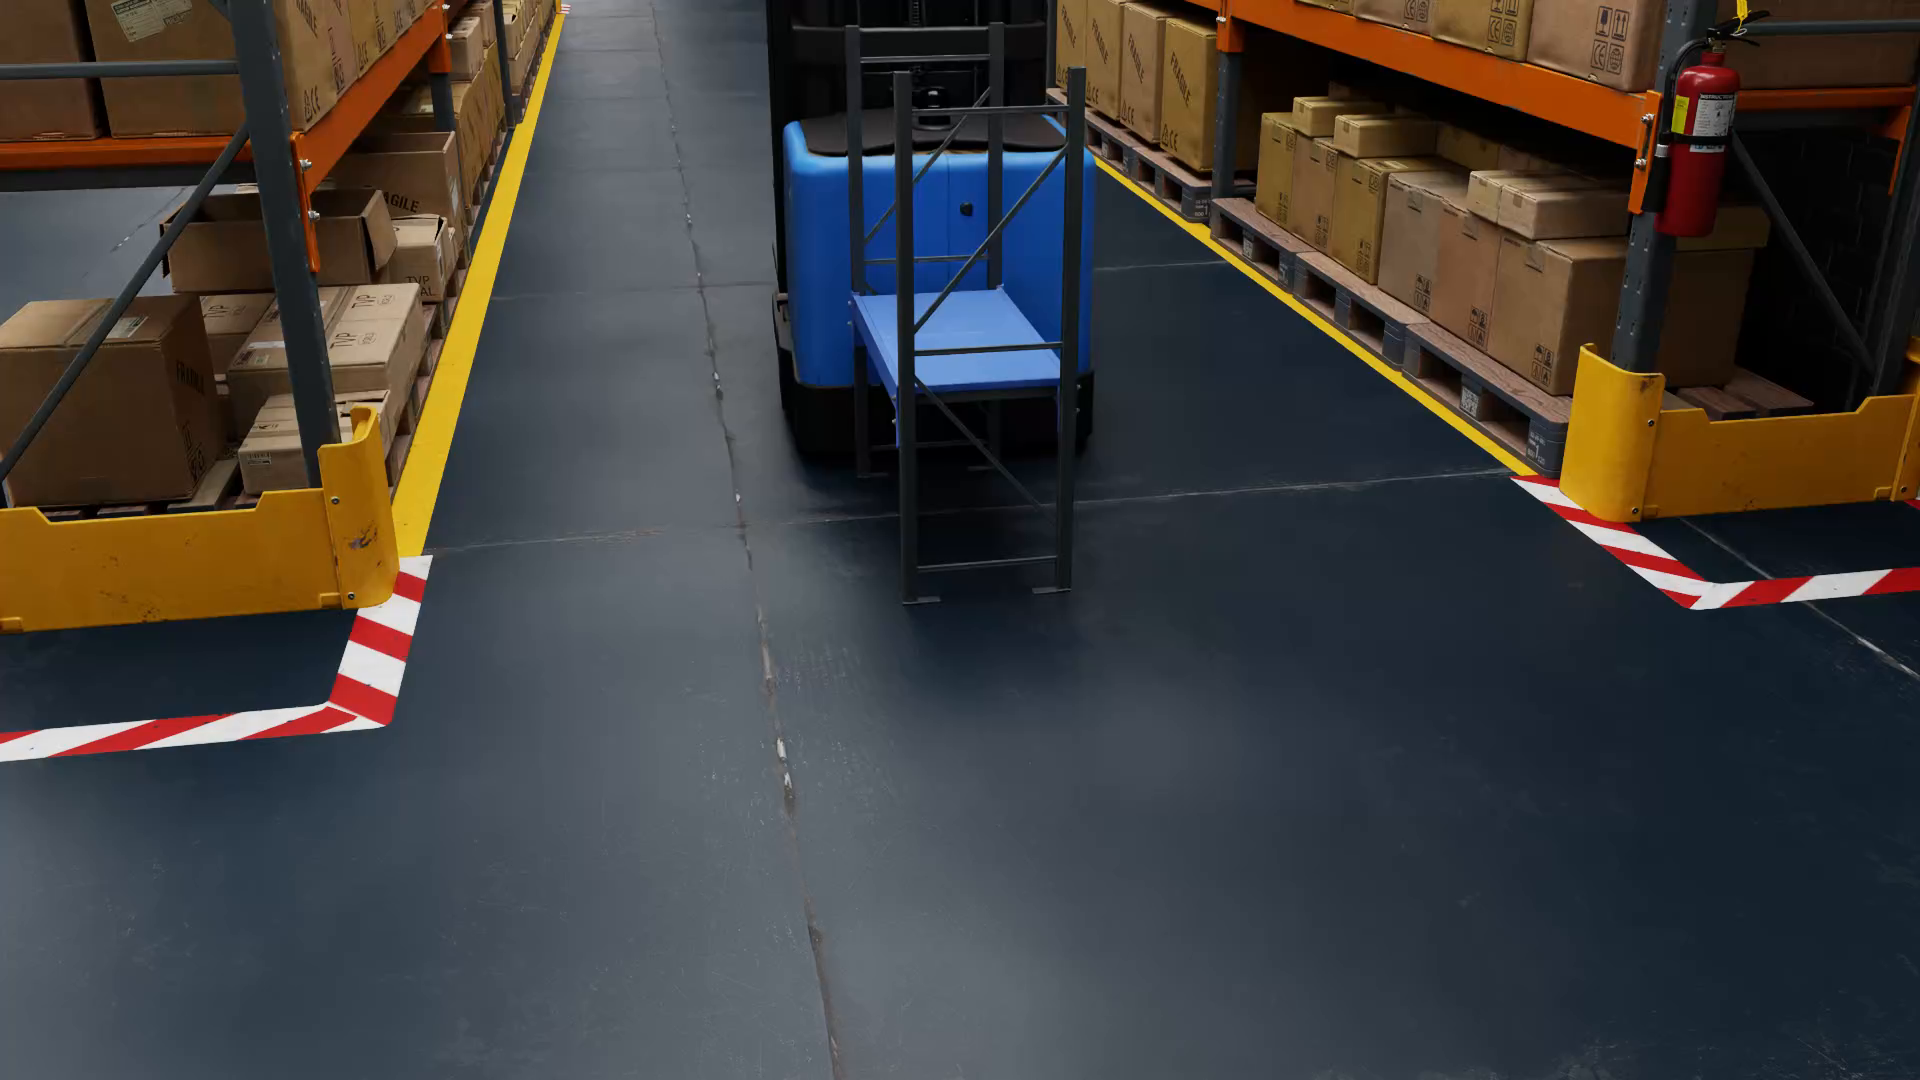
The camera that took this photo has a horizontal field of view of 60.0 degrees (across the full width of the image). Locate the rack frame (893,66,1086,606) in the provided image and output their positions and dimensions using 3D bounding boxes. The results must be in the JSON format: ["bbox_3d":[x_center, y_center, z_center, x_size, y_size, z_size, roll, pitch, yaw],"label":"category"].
[{"bbox_3d":[0.078,-0.521,4.569,0.500,1.500,0.032,-4,24,-10],"label":"rack frame"}]

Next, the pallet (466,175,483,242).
[{"bbox_3d":[-3.174,-1.790,9.085,1.003,0.211,1.213,-4,24,-10],"label":"pallet"}]

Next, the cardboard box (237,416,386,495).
[{"bbox_3d":[-1.987,-0.263,5.116,0.380,0.149,0.250,-4,24,-10],"label":"cardboard box"}]

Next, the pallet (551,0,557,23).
[{"bbox_3d":[-5.023,-5.895,18.485,1.003,0.211,1.213,-4,24,-10],"label":"pallet"}]

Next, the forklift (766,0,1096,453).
[{"bbox_3d":[-0.238,-2.201,6.627,1.130,2.935,3.031,-3,24,-7],"label":"forklift"}]

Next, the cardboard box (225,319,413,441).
[{"bbox_3d":[-2.161,-0.551,5.649,0.500,0.250,0.500,-4,24,-10],"label":"cardboard box"}]

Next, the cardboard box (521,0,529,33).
[{"bbox_3d":[-3.828,-4.350,13.673,0.500,0.311,0.500,-5,24,-10],"label":"cardboard box"}]

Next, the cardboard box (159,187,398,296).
[{"bbox_3d":[-2.634,-1.070,6.521,0.797,0.503,0.637,-4,24,-10],"label":"cardboard box"}]

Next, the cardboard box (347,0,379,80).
[{"bbox_3d":[-2.261,-1.818,5.539,0.500,0.500,0.500,-4,24,-10],"label":"cardboard box"}]

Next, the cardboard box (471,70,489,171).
[{"bbox_3d":[-3.031,-2.421,9.620,0.500,0.500,0.500,-4,24,-9],"label":"cardboard box"}]

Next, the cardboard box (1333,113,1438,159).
[{"bbox_3d":[1.899,-1.808,7.430,0.380,0.149,0.250,-5,24,-11],"label":"cardboard box"}]

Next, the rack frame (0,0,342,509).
[{"bbox_3d":[-2.247,-1.178,4.198,1.000,3.000,0.127,-4,24,-10],"label":"rack frame"}]

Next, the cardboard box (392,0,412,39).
[{"bbox_3d":[-2.448,-2.215,6.448,0.500,0.500,0.500,-4,24,-9],"label":"cardboard box"}]

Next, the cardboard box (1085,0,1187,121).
[{"bbox_3d":[1.304,-3.256,11.118,0.750,0.750,0.750,-4,24,-10],"label":"cardboard box"}]

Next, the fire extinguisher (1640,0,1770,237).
[{"bbox_3d":[2.195,-1.246,4.917,0.296,0.674,0.183,-4,24,-10],"label":"fire extinguisher"}]

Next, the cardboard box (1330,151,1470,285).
[{"bbox_3d":[2.101,-1.464,7.453,0.700,0.500,0.500,-4,24,-9],"label":"cardboard box"}]

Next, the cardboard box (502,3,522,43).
[{"bbox_3d":[-3.640,-3.947,12.750,0.500,0.311,0.500,-5,24,-11],"label":"cardboard box"}]

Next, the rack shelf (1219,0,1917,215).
[{"bbox_3d":[2.251,-2.003,6.986,1.077,0.370,4.000,-4,24,-10],"label":"rack shelf"}]

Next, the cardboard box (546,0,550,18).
[{"bbox_3d":[-4.429,-5.429,16.843,0.500,0.250,0.500,-4,24,-10],"label":"cardboard box"}]

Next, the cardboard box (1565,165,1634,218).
[{"bbox_3d":[2.518,-1.323,6.319,0.380,0.149,0.250,-4,24,-10],"label":"cardboard box"}]

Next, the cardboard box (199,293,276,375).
[{"bbox_3d":[-2.736,-0.691,5.969,0.500,0.250,0.500,-4,24,-10],"label":"cardboard box"}]

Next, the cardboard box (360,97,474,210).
[{"bbox_3d":[-2.837,-2.015,8.690,0.500,0.500,0.500,-5,24,-12],"label":"cardboard box"}]

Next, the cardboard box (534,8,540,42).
[{"bbox_3d":[-4.105,-4.688,15.148,0.500,0.250,0.500,-5,24,-10],"label":"cardboard box"}]

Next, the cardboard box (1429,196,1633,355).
[{"bbox_3d":[2.300,-1.057,6.522,0.700,0.500,0.500,-4,24,-10],"label":"cardboard box"}]

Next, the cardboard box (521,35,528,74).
[{"bbox_3d":[-3.731,-3.886,13.311,0.500,0.250,0.500,-5,24,-11],"label":"cardboard box"}]

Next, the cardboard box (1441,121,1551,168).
[{"bbox_3d":[2.330,-1.722,7.232,0.380,0.149,0.250,-5,24,-11],"label":"cardboard box"}]

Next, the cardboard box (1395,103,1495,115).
[{"bbox_3d":[2.235,-1.922,7.692,0.380,0.149,0.250,-5,24,-11],"label":"cardboard box"}]

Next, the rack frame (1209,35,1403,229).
[{"bbox_3d":[1.881,-3.119,8.644,1.000,3.000,0.127,-4,24,-10],"label":"rack frame"}]

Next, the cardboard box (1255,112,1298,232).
[{"bbox_3d":[1.918,-1.864,8.369,0.700,0.500,0.500,-4,24,-9],"label":"cardboard box"}]

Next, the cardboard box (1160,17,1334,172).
[{"bbox_3d":[1.633,-2.572,9.553,0.750,0.750,0.750,-4,24,-9],"label":"cardboard box"}]

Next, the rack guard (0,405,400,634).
[{"bbox_3d":[-2.261,-0.062,4.767,1.175,0.500,0.348,-4,24,-10],"label":"rack guard"}]

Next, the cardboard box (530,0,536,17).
[{"bbox_3d":[-4.007,-4.745,14.576,0.500,0.311,0.500,-4,24,-8],"label":"cardboard box"}]

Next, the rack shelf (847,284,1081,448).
[{"bbox_3d":[-0.016,-0.556,5.099,0.538,0.185,1.000,-4,24,-10],"label":"rack shelf"}]

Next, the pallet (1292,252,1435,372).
[{"bbox_3d":[2.174,-1.055,7.403,1.003,0.211,1.213,-4,24,-10],"label":"pallet"}]

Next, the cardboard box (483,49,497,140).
[{"bbox_3d":[-3.227,-2.826,10.547,0.500,0.500,0.500,-5,24,-12],"label":"cardboard box"}]

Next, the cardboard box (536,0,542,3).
[{"bbox_3d":[-4.244,-5.379,15.793,0.500,0.500,0.500,-4,24,-10],"label":"cardboard box"}]

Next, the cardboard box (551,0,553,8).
[{"bbox_3d":[-4.618,-5.822,17.743,0.500,0.250,0.500,-4,24,-10],"label":"cardboard box"}]

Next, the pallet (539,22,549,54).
[{"bbox_3d":[-4.572,-4.936,16.287,1.003,0.211,1.213,-4,24,-10],"label":"pallet"}]

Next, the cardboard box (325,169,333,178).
[{"bbox_3d":[-3.360,-1.980,8.609,0.500,0.500,0.500,-4,24,-10],"label":"cardboard box"}]

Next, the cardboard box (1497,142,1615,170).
[{"bbox_3d":[2.424,-1.521,6.773,0.380,0.149,0.250,-4,24,-9],"label":"cardboard box"}]

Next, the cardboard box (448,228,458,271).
[{"bbox_3d":[-2.474,-1.300,7.491,0.380,0.149,0.250,-4,24,-10],"label":"cardboard box"}]

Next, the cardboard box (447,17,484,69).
[{"bbox_3d":[-3.115,-2.950,9.892,0.500,0.250,0.500,-5,24,-11],"label":"cardboard box"}]

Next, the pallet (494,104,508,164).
[{"bbox_3d":[-3.626,-2.750,11.283,1.003,0.211,1.213,-4,24,-10],"label":"pallet"}]

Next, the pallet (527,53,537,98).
[{"bbox_3d":[-4.062,-3.852,13.806,1.003,0.211,1.213,-4,24,-10],"label":"pallet"}]

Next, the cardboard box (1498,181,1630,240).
[{"bbox_3d":[2.190,-1.195,6.026,0.380,0.149,0.250,-5,24,-10],"label":"cardboard box"}]

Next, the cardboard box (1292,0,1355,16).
[{"bbox_3d":[2.095,-2.754,7.434,0.980,0.700,0.700,-5,24,-11],"label":"cardboard box"}]

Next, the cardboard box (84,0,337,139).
[{"bbox_3d":[-2.070,-1.417,4.623,0.500,0.500,0.500,-4,24,-9],"label":"cardboard box"}]

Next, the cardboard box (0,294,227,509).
[{"bbox_3d":[-2.590,-0.429,5.059,0.500,0.500,0.500,-4,24,-10],"label":"cardboard box"}]

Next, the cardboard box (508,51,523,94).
[{"bbox_3d":[-3.535,-3.484,12.391,0.500,0.250,0.500,-4,24,-10],"label":"cardboard box"}]

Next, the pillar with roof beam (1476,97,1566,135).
[{"bbox_3d":[-1.370,-5.338,6.230,9.100,9.000,0.400,-4,24,-10],"label":"pillar with roof beam"}]

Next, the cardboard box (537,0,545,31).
[{"bbox_3d":[-4.254,-5.035,15.941,0.500,0.250,0.500,-4,24,-10],"label":"cardboard box"}]

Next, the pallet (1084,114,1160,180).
[{"bbox_3d":[1.435,-2.620,10.985,1.003,0.211,1.213,-4,24,-10],"label":"pallet"}]

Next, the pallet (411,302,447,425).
[{"bbox_3d":[-2.632,-0.722,6.639,1.003,0.211,1.213,-4,24,-10],"label":"pallet"}]

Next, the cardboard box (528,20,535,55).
[{"bbox_3d":[-3.918,-4.288,14.231,0.500,0.250,0.500,-4,24,-9],"label":"cardboard box"}]

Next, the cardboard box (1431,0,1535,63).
[{"bbox_3d":[2.371,-2.168,6.092,0.980,0.700,0.700,-4,24,-10],"label":"cardboard box"}]

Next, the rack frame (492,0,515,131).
[{"bbox_3d":[-3.726,-4.324,11.403,1.000,3.000,0.127,-4,24,-10],"label":"rack frame"}]

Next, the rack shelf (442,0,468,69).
[{"bbox_3d":[-3.357,-3.208,9.746,1.077,0.370,4.000,-4,24,-10],"label":"rack shelf"}]

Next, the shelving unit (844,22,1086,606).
[{"bbox_3d":[-0.016,-0.721,5.027,0.538,1.500,1.048,-4,24,-10],"label":"shelving unit"}]

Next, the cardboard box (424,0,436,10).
[{"bbox_3d":[-2.642,-2.619,7.374,0.500,0.500,0.500,-4,24,-9],"label":"cardboard box"}]
